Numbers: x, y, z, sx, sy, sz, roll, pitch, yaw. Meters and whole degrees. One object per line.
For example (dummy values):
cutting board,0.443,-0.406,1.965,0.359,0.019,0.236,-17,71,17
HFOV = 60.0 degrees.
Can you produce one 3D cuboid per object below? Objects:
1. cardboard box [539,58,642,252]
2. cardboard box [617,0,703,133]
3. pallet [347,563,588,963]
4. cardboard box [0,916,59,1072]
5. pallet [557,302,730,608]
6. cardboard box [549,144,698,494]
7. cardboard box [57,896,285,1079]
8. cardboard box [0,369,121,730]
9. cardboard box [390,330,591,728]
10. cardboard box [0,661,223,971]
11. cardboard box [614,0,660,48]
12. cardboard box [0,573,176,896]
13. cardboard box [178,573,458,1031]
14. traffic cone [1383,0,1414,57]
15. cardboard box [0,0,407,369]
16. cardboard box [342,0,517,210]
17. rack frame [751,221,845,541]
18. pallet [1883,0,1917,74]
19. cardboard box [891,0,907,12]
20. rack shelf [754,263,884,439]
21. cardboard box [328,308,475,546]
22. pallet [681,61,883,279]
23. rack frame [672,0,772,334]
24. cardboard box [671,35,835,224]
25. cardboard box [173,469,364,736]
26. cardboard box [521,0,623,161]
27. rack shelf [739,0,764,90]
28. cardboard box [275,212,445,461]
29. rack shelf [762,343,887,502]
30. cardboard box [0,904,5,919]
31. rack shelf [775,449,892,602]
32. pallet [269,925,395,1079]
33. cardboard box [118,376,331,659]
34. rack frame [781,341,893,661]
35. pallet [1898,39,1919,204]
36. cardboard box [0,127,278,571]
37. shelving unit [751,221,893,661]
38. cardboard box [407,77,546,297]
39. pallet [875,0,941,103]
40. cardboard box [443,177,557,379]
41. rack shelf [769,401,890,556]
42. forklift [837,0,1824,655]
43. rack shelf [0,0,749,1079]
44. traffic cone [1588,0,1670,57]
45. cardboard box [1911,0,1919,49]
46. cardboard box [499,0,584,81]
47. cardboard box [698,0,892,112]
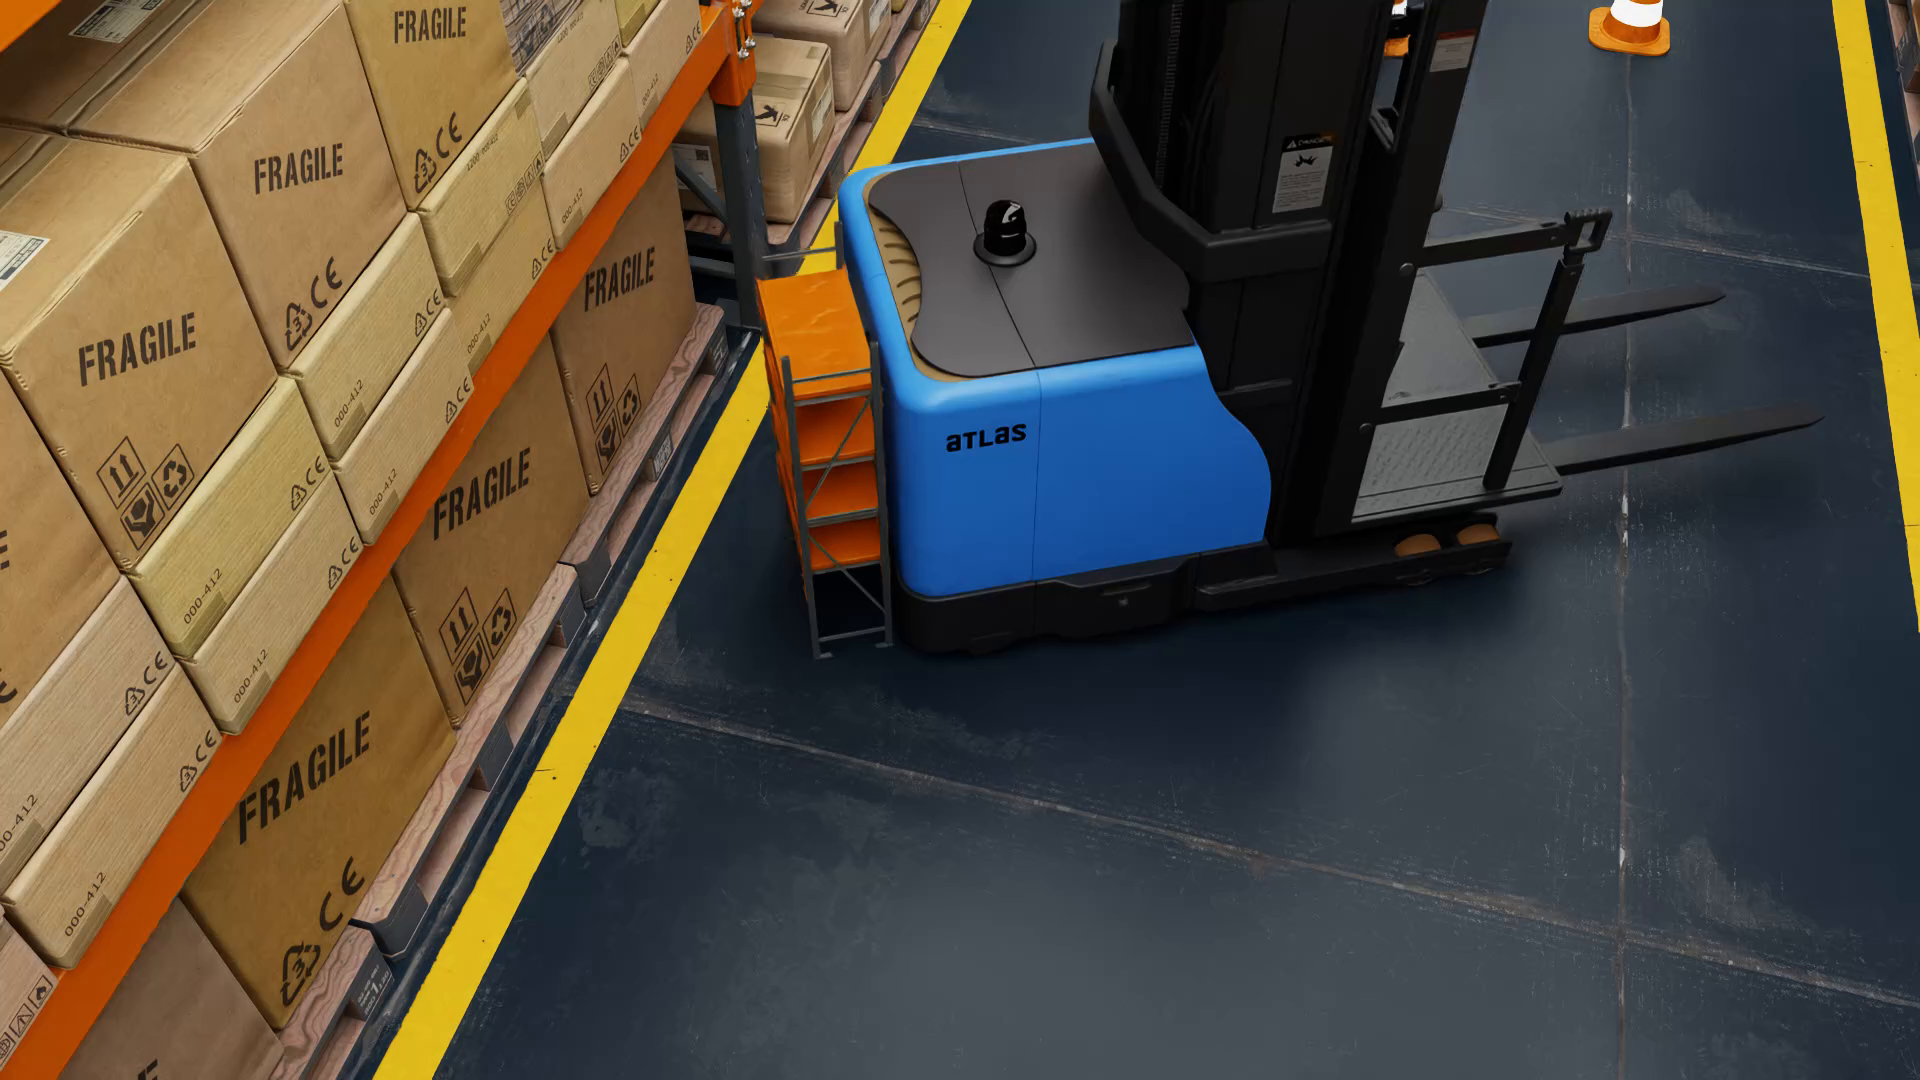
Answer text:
cardboard box,-1.159,-1.027,4.256,0.500,0.250,0.500,12,50,11
cardboard box,-1.040,-1.400,4.585,0.500,0.250,0.500,10,49,9
pallet,-1.761,0.491,4.675,1.003,0.211,1.213,12,50,10
cardboard box,-1.840,0.810,2.634,0.500,0.250,0.500,11,49,9
pallet,-1.437,-0.388,5.452,1.003,0.211,1.213,12,50,10
cardboard box,-1.419,-0.819,5.109,0.875,0.875,0.875,11,50,10
cardboard box,-2.124,1.127,3.392,0.875,0.875,0.875,13,50,11
cardboard box,-1.710,0.028,2.491,0.500,0.500,0.500,11,50,10
cardboard box,-1.658,-0.175,4.541,0.875,0.875,0.875,12,50,10
cardboard box,-1.705,0.436,2.965,0.500,0.250,0.500,10,49,9
cardboard box,-1.040,-1.582,4.412,0.500,0.250,0.500,11,50,10
cardboard box,-1.712,0.266,2.781,0.500,0.250,0.500,12,50,11
cardboard box,-1.894,0.472,3.970,0.875,0.875,0.875,13,50,11
traffic cone,1.808,-2.340,7.006,0.336,0.463,0.334,12,50,10
cardboard box,-1.445,-0.709,3.142,0.500,0.500,0.500,11,49,9
cardboard box,-1.305,-1.074,3.464,0.500,0.500,0.500,12,50,10
rack frame,-0.430,-0.421,4.822,0.240,1.200,0.015,-10,49,-9
pallet,4.567,-2.360,7.192,1.003,0.211,1.213,12,50,10
cardboard box,-0.607,-2.625,7.039,0.950,0.372,0.625,13,50,11
rack shelf,-0.374,-0.503,4.370,0.258,0.148,0.480,-10,49,-9
cardboard box,-1.414,-0.292,3.607,0.500,0.250,0.500,11,49,9
pallet,-0.950,-1.509,6.441,1.003,0.211,1.213,12,50,10
rack frame,-1.157,-1.866,4.897,1.000,3.000,0.127,12,50,10
cardboard box,-0.999,-1.542,6.083,0.950,0.372,0.625,9,49,7
cardboard box,-1.555,0.068,3.289,0.500,0.250,0.500,11,50,10
cardboard box,-1.171,-1.210,4.084,0.500,0.250,0.500,10,49,9
rack shelf,-0.631,-3.075,6.443,1.077,0.370,4.000,12,50,10
cardboard box,-1.422,-0.460,3.422,0.500,0.250,0.500,10,49,9
rack shelf,-0.374,-0.347,4.547,0.258,0.148,0.480,-10,49,-9
cardboard box,-1.822,0.649,2.444,0.500,0.250,0.500,10,49,9
rack shelf,-0.374,-0.067,4.864,0.258,0.148,0.480,-10,49,-9
pallet,-2.080,1.377,3.894,1.003,0.211,1.213,12,50,10
cardboard box,-1.554,-0.094,3.099,0.500,0.250,0.500,12,50,11
rack frame,-0.318,-0.065,4.507,0.240,1.200,0.015,-10,49,-9
pallet,4.248,-1.475,6.411,1.003,0.211,1.213,12,50,10
cardboard box,-1.575,-0.334,2.811,0.500,0.500,0.500,10,49,9
shelving unit,-0.374,-0.243,4.664,0.258,1.200,0.503,-10,49,-9
cardboard box,-1.286,-0.836,3.754,0.500,0.250,0.500,10,49,9
pallet,-0.627,-2.388,7.217,1.003,0.211,1.213,12,50,10
cardboard box,-1.307,-0.666,3.937,0.500,0.250,0.500,11,50,10
rack shelf,-0.374,-0.199,4.715,0.258,0.148,0.480,-10,49,-9
forklift,1.209,-1.209,4.362,3.031,2.935,1.130,-10,49,-8
rack shelf,-1.684,-0.182,3.889,1.077,0.370,4.000,12,50,10
traffic cone,2.888,-2.344,7.010,0.336,0.463,0.334,12,50,10
cardboard box,4.363,-2.087,6.311,1.050,0.750,0.750,12,50,10
cardboard box,-1.168,-1.432,3.780,0.500,0.500,0.500,12,50,11
cardboard box,-0.812,-2.078,6.556,0.950,0.372,0.625,11,49,9
